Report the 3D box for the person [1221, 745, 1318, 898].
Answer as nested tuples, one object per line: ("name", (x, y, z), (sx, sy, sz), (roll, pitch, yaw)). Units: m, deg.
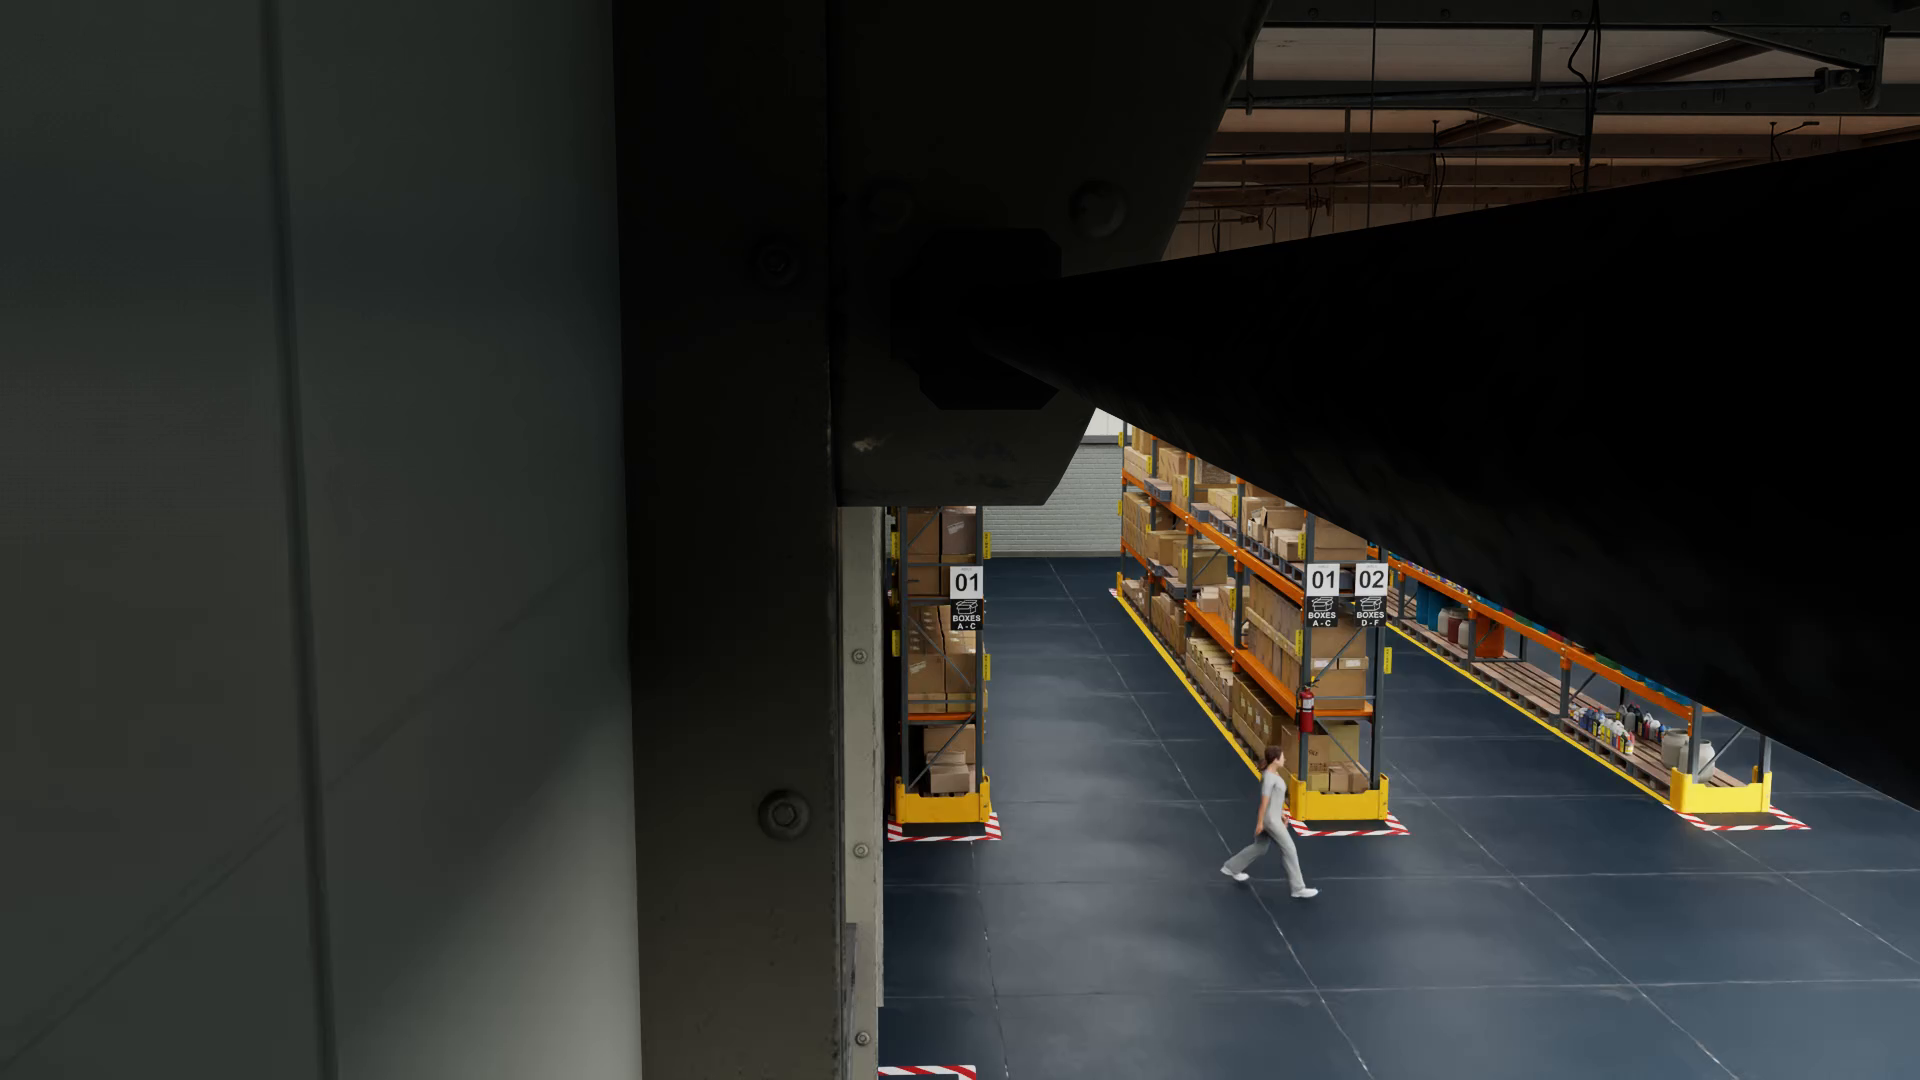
("person", (3.362, 3.023, 18.020), (1.043, 1.613, 0.485), (2, 8, 11))
